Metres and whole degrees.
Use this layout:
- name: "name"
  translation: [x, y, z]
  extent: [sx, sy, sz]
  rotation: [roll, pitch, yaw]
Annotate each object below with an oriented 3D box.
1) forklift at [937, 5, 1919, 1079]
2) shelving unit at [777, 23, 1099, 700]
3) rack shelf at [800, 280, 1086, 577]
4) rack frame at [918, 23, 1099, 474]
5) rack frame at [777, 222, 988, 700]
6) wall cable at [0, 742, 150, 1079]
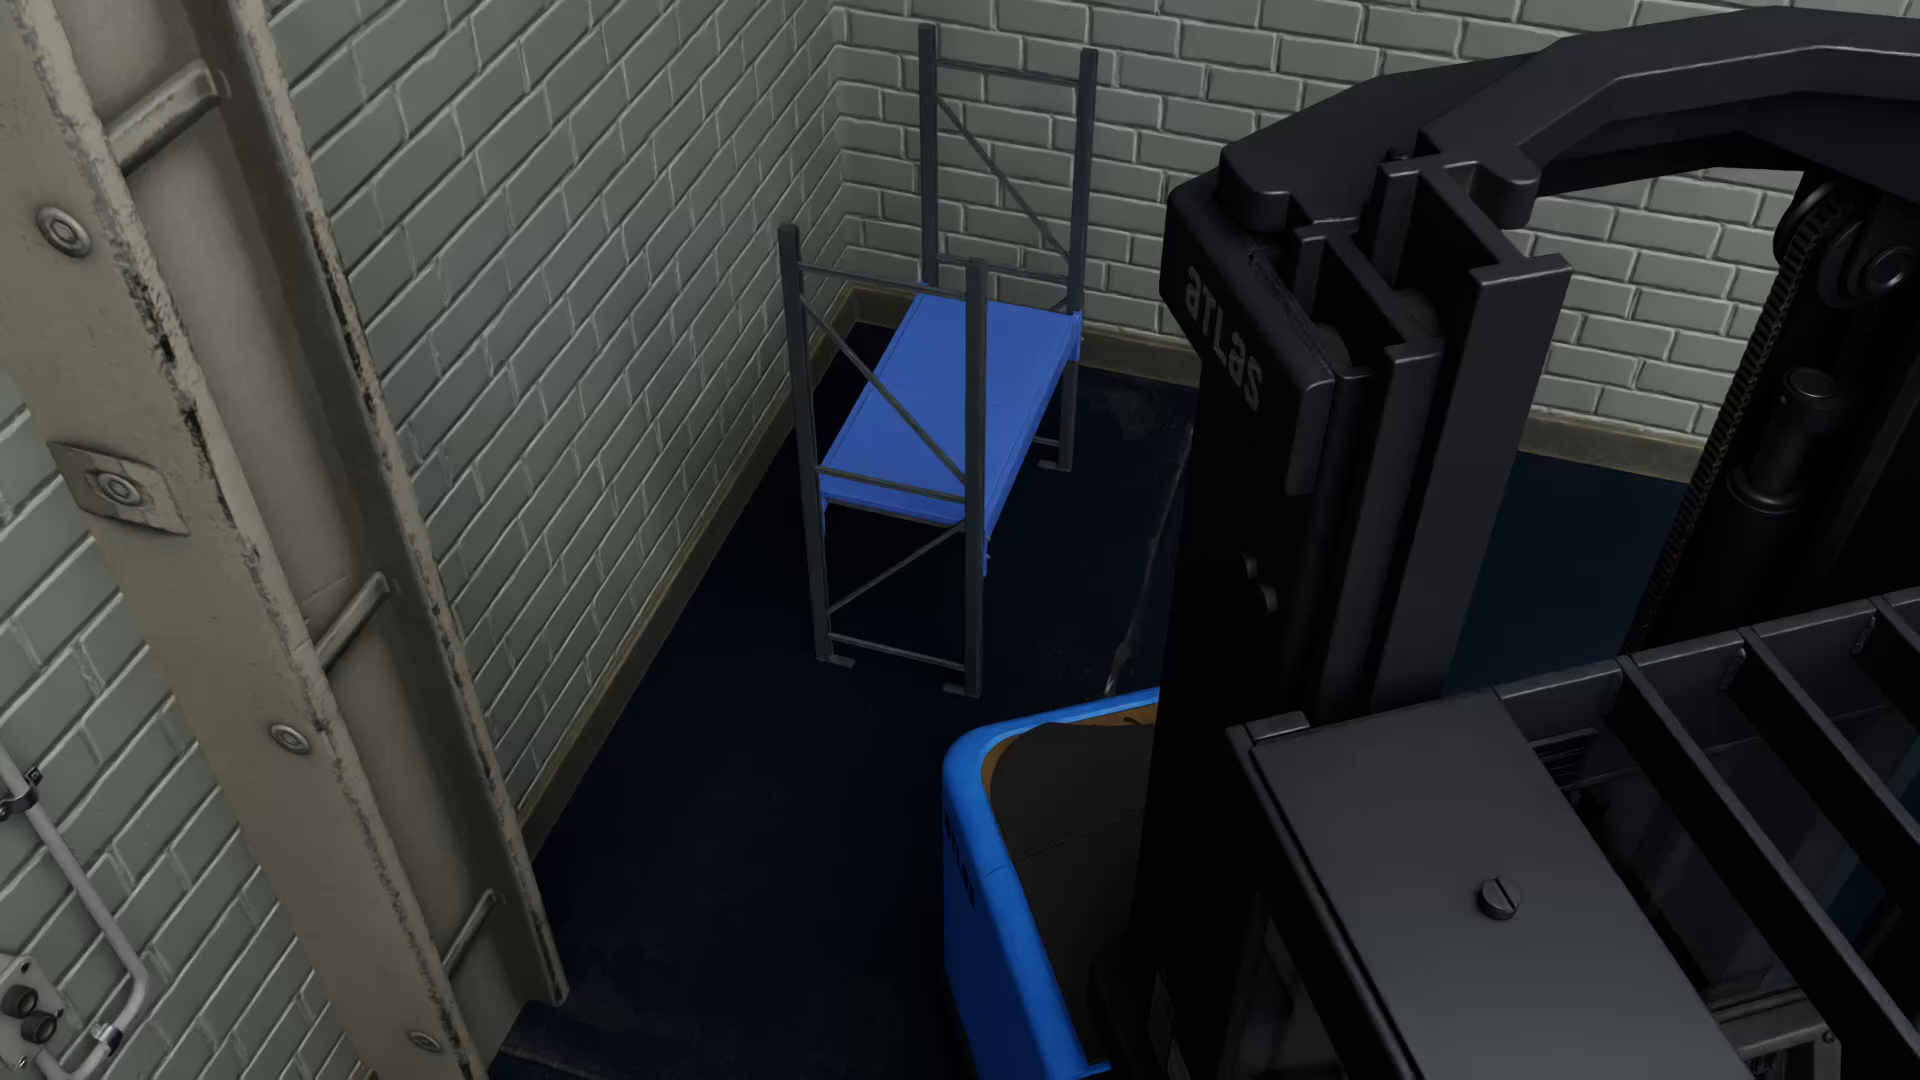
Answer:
- name: "forklift"
  translation: [0.846, 1.006, 2.127]
  extent: [1.130, 2.935, 3.031]
  rotation: [-11, 46, -11]
- name: "shelving unit"
  translation: [-0.026, -0.479, 4.667]
  extent: [0.538, 1.500, 1.048]
  rotation: [13, 46, 12]
- name: "rack shelf"
  translation: [-0.026, -0.351, 4.793]
  extent: [0.538, 0.185, 1.000]
  rotation: [13, 46, 12]
- name: "rack frame"
  translation: [0.128, -0.818, 5.014]
  extent: [0.500, 1.500, 0.032]
  rotation: [13, 46, 12]
- name: "rack frame"
  translation: [-0.180, -0.140, 4.321]
  extent: [0.500, 1.500, 0.032]
  rotation: [13, 46, 12]
- name: "wall cable"
  translation: [-1.675, 0.702, 1.662]
  extent: [0.084, 1.984, 1.851]
  rotation: [13, 46, 13]
